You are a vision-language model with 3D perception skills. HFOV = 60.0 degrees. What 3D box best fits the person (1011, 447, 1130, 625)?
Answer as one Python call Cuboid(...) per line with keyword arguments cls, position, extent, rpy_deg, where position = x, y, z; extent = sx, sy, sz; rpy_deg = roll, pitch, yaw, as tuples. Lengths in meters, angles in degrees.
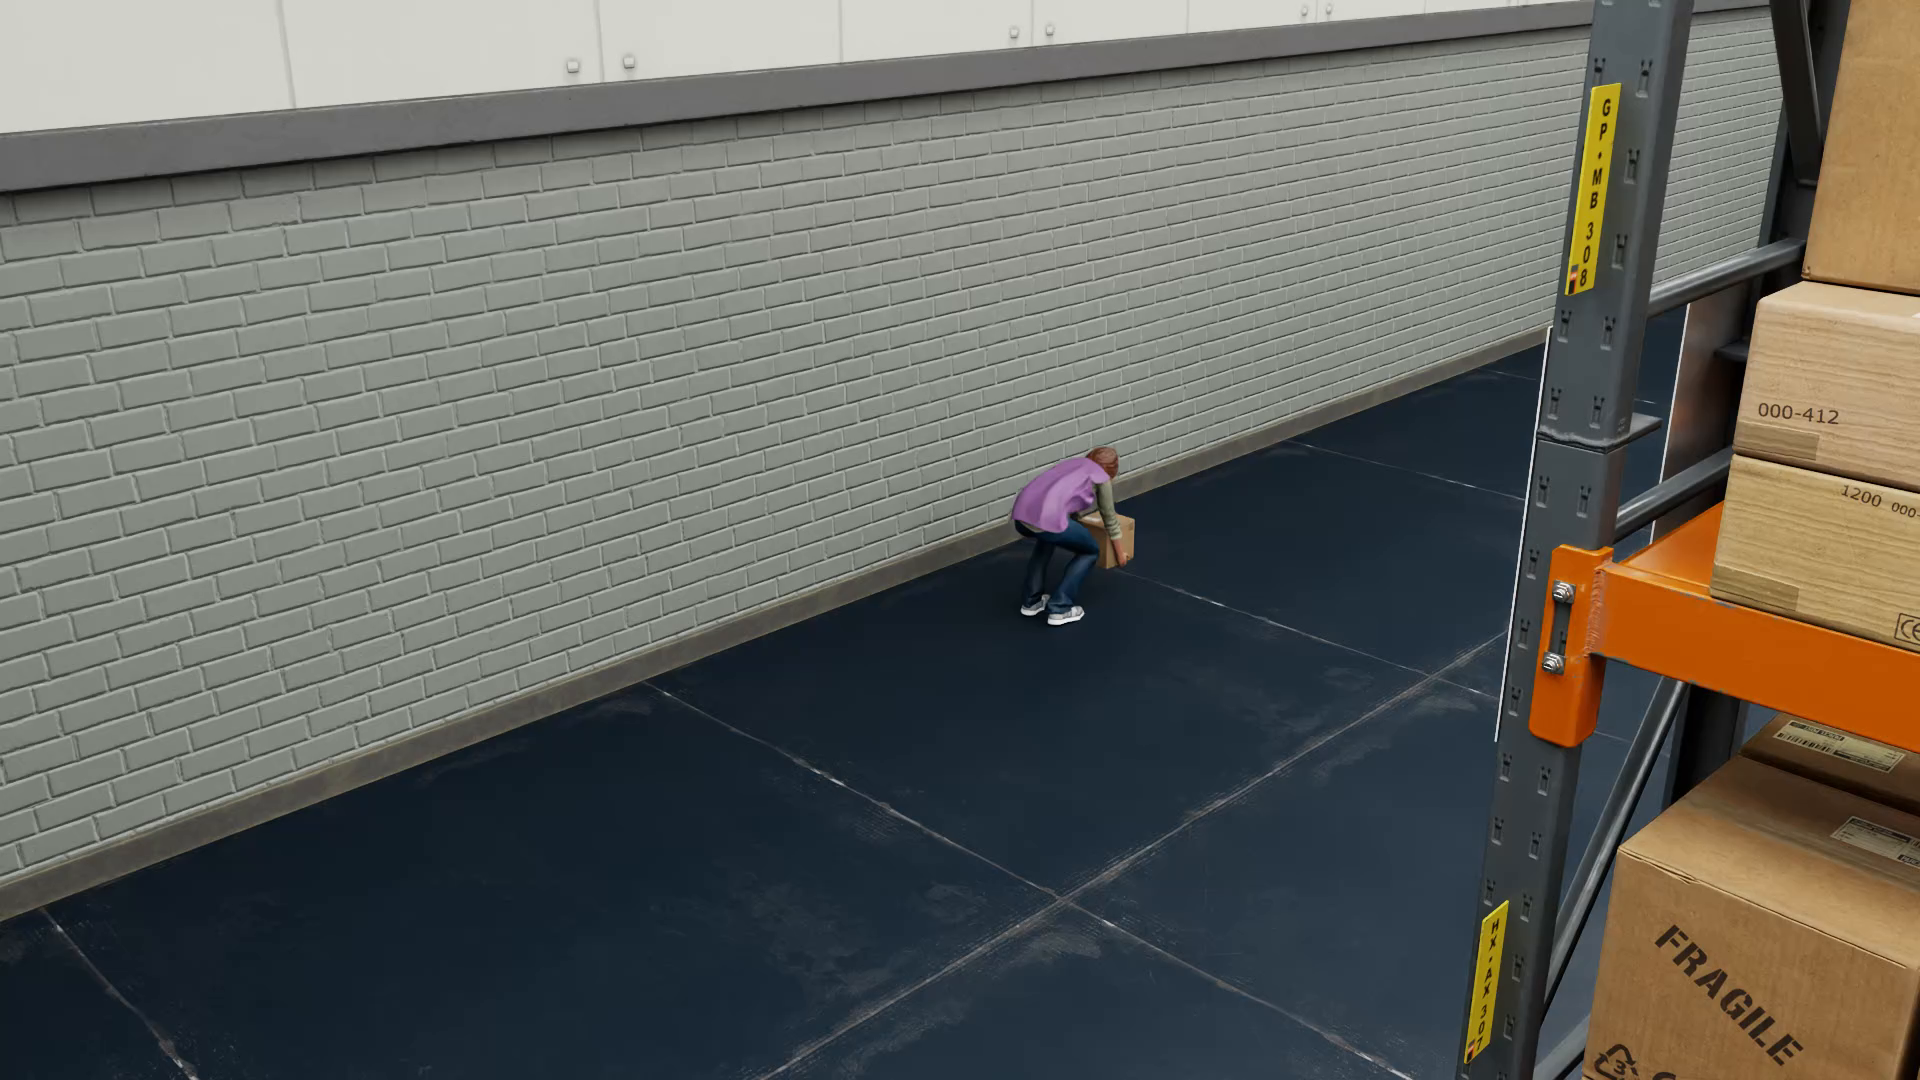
Cuboid(cls="person", position=(0.631, -0.026, 9.615), extent=(0.431, 0.918, 0.861), rpy_deg=(18, 27, 38))
